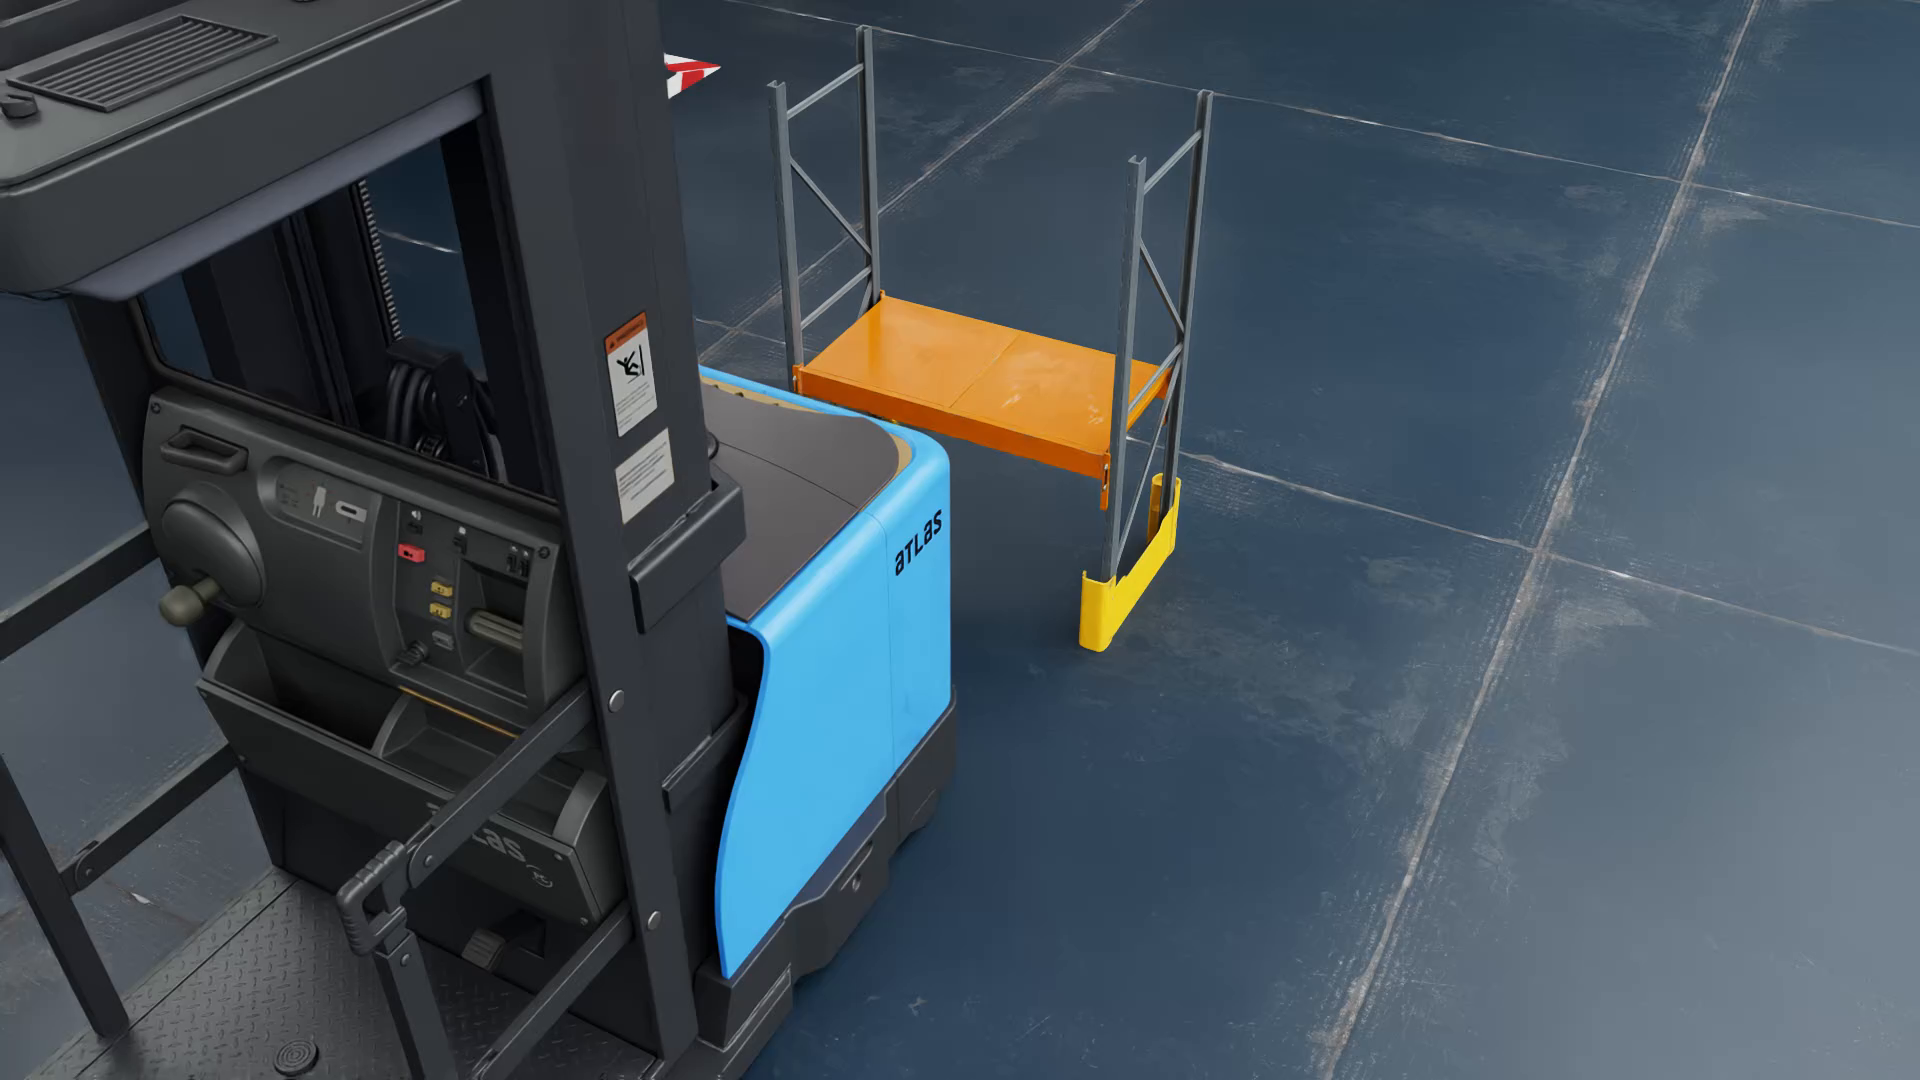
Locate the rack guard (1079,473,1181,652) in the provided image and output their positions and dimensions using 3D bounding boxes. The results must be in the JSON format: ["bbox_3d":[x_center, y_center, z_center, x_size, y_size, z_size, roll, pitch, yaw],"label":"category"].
[{"bbox_3d":[0.510,0.060,4.964,0.087,0.250,0.587,17,41,21],"label":"rack guard"}]

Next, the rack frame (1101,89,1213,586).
[{"bbox_3d":[0.527,-0.432,4.579,0.032,1.500,0.500,17,41,21],"label":"rack frame"}]

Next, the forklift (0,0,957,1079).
[{"bbox_3d":[-1.154,0.103,2.690,1.130,2.935,3.031,18,41,22],"label":"forklift"}]

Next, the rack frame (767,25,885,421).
[{"bbox_3d":[-0.376,-0.715,4.951,0.032,1.500,0.500,17,41,21],"label":"rack frame"}]

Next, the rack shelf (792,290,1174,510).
[{"bbox_3d":[0.076,-0.430,4.874,1.000,0.185,0.538,17,41,21],"label":"rack shelf"}]

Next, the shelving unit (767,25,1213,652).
[{"bbox_3d":[0.068,-0.576,4.769,1.083,1.500,0.587,17,41,21],"label":"shelving unit"}]

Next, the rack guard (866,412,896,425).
[{"bbox_3d":[-0.375,-0.217,5.329,0.087,0.250,0.587,17,41,21],"label":"rack guard"}]
